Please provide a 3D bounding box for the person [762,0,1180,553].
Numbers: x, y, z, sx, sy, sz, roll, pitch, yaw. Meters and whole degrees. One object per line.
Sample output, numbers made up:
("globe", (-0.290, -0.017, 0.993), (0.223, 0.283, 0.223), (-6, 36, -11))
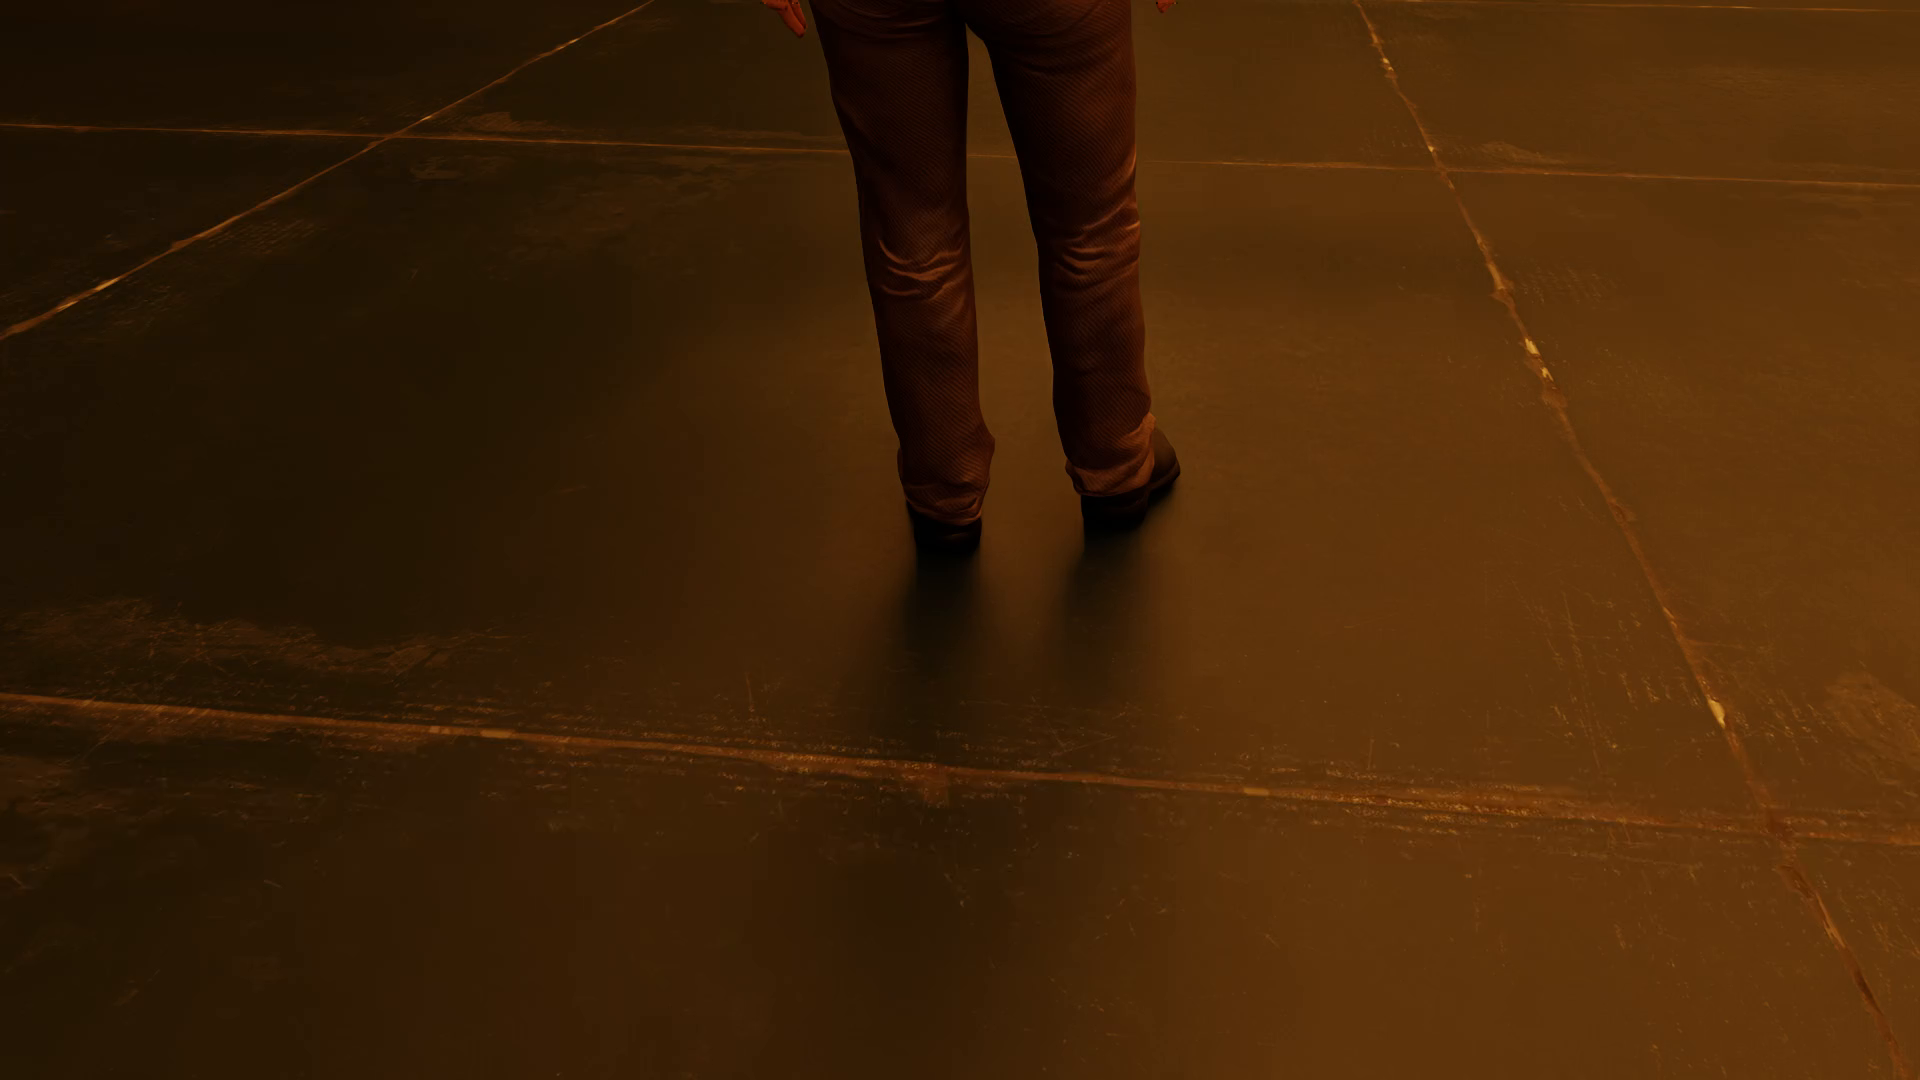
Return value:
("person", (0.016, -0.804, 2.168), (0.633, 1.722, 0.566), (3, 27, 7))
